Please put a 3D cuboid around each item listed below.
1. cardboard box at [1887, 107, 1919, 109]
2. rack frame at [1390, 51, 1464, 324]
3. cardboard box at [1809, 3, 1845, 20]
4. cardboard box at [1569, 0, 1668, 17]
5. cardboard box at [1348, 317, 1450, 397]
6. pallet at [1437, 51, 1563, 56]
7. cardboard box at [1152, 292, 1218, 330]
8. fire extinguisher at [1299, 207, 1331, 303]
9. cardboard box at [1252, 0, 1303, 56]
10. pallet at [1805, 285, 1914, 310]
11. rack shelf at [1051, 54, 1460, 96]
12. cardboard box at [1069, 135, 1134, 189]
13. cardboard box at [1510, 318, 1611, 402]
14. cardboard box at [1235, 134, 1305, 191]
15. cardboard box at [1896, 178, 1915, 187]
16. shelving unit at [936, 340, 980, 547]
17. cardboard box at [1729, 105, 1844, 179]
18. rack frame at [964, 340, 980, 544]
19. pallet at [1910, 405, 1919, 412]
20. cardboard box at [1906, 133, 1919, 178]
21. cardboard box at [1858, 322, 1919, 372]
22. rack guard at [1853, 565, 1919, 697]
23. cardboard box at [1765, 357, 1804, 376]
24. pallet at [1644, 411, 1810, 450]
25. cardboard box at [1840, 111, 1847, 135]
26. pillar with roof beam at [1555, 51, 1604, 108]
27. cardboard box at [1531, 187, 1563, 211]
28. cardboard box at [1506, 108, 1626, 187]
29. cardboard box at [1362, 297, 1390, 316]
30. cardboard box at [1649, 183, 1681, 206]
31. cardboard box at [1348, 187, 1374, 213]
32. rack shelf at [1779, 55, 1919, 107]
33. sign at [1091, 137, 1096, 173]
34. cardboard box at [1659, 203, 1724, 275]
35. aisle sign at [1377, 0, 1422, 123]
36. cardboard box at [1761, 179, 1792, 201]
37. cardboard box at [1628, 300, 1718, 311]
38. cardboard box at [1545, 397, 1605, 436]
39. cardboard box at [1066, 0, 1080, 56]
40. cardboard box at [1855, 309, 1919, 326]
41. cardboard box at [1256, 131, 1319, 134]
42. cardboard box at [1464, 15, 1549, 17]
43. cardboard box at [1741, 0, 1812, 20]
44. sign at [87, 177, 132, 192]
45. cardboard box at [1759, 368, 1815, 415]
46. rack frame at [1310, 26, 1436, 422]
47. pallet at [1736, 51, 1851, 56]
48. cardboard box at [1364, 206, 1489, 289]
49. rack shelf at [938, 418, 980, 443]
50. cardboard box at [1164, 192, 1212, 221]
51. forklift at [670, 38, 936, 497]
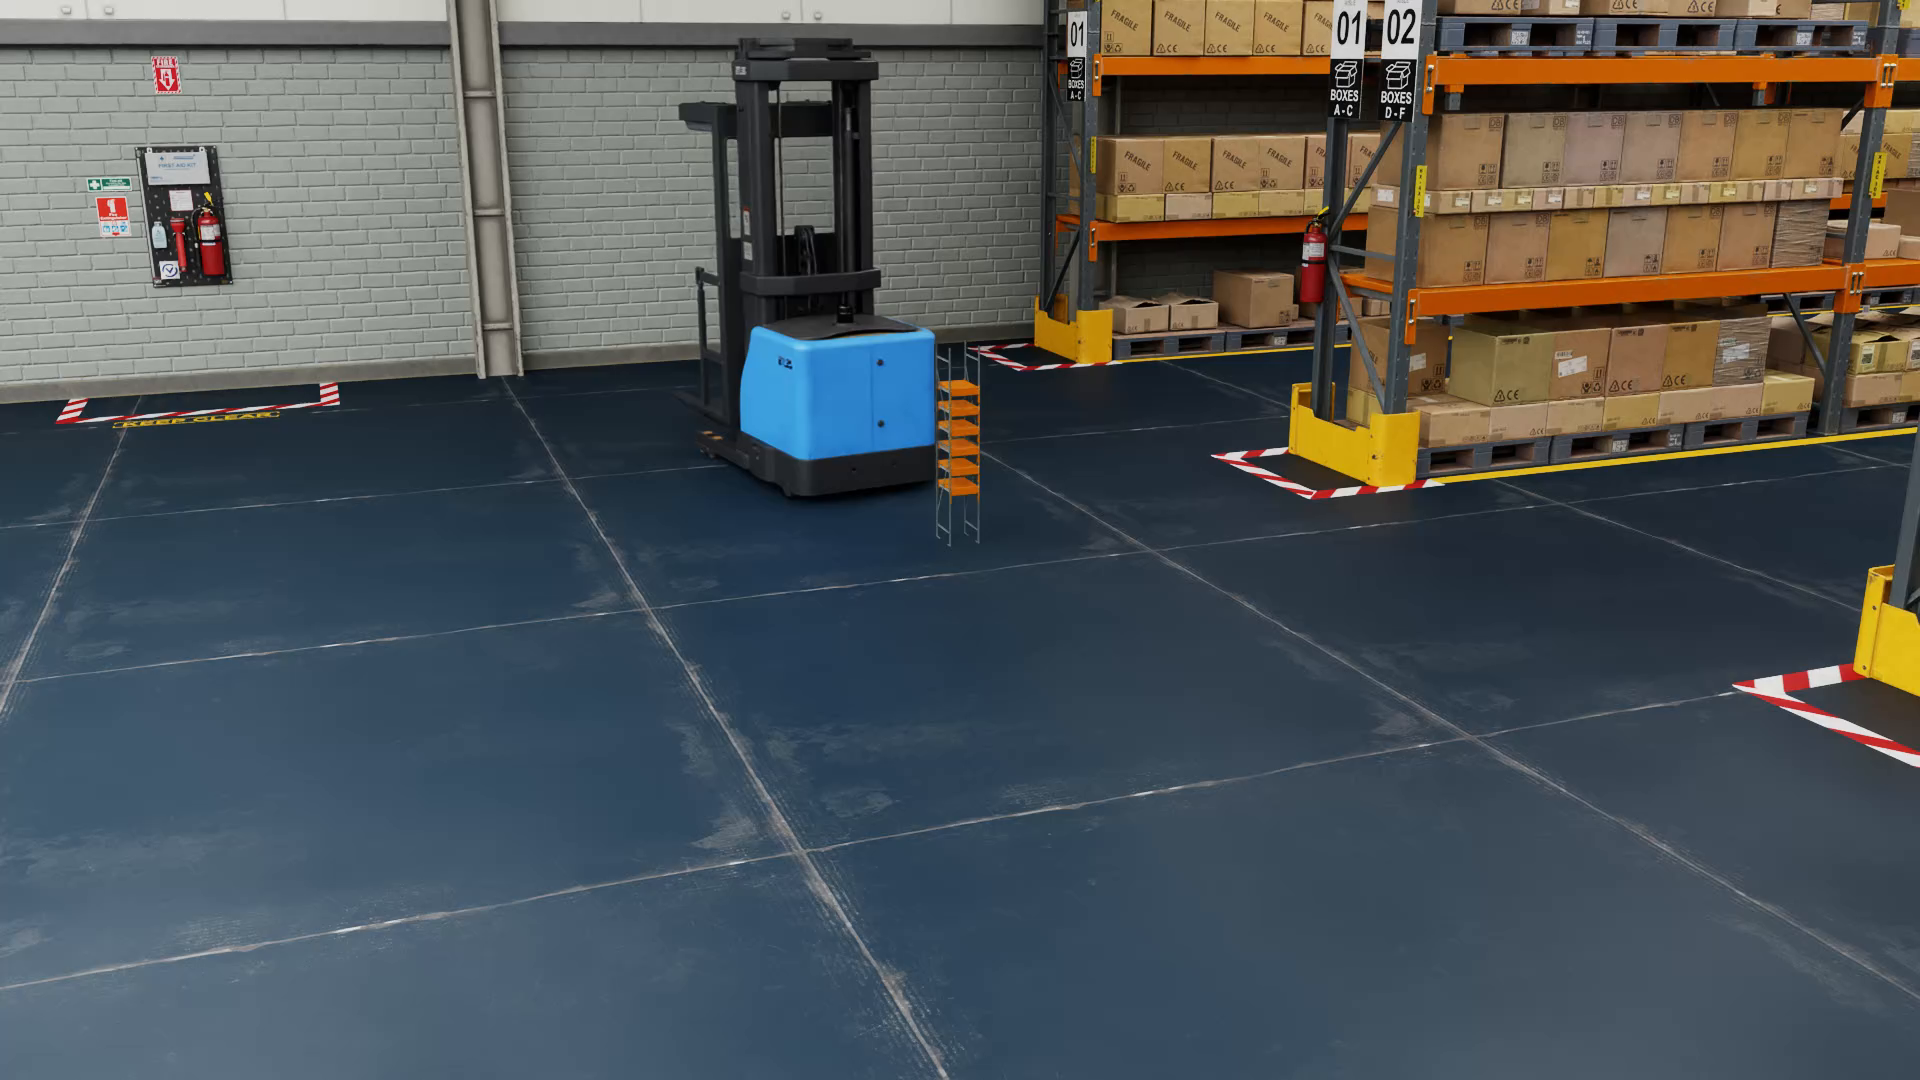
[{"bbox_3d":[11.227,-5.008,19.757,0.500,0.250,0.500,-6,17,-19],"label":"cardboard box"},{"bbox_3d":[4.766,-3.674,17.285,0.127,3.000,1.000,-6,17,-20],"label":"rack frame"},{"bbox_3d":[9.409,-5.907,18.606,0.500,0.500,0.700,-7,18,-23],"label":"cardboard box"},{"bbox_3d":[4.455,-3.819,11.284,0.500,0.500,0.500,-6,17,-20],"label":"cardboard box"},{"bbox_3d":[3.201,-1.342,12.148,0.500,0.500,0.500,-6,17,-20],"label":"cardboard box"},{"bbox_3d":[5.381,-5.057,17.005,1.003,0.211,1.213,-6,17,-20],"label":"pallet"},{"bbox_3d":[2.241,-2.295,16.581,0.500,0.311,0.500,-5,17,-15],"label":"cardboard box"},{"bbox_3d":[2.530,-2.041,11.861,0.183,0.674,0.296,-6,17,-20],"label":"fire extinguisher"},{"bbox_3d":[2.923,-4.893,15.900,0.500,0.500,0.500,-5,17,-17],"label":"cardboard box"},{"bbox_3d":[10.402,-2.921,19.669,1.213,0.211,1.003,-6,17,-20],"label":"pallet"},{"bbox_3d":[2.898,-4.566,16.277,4.000,0.370,1.077,-6,17,-20],"label":"rack shelf"},{"bbox_3d":[1.395,-3.671,16.176,0.500,0.500,0.500,-6,18,-21],"label":"cardboard box"},{"bbox_3d":[4.316,-1.310,12.038,0.500,0.500,0.500,-6,17,-20],"label":"cardboard box"},{"bbox_3d":[3.012,-3.690,16.239,0.500,0.500,0.500,-6,17,-18],"label":"cardboard box"},{"bbox_3d":[10.820,-4.144,19.297,0.250,0.149,0.380,-7,18,-22],"label":"cardboard box"},{"bbox_3d":[-0.014,-0.574,9.924,0.189,1.200,0.258,-6,17,-20],"label":"shelving unit"},{"bbox_3d":[6.130,-2.995,12.493,0.500,0.500,0.700,-6,17,-20],"label":"cardboard box"},{"bbox_3d":[0.072,-0.583,9.956,0.006,1.200,0.240,-6,17,-20],"label":"rack frame"},{"bbox_3d":[8.357,-1.241,13.951,1.213,0.211,1.003,-6,17,-20],"label":"pallet"},{"bbox_3d":[10.951,-4.465,19.239,0.500,0.500,0.500,-6,17,-20],"label":"cardboard box"},{"bbox_3d":[7.486,-1.547,13.183,0.500,0.311,0.500,-6,18,-21],"label":"cardboard box"},{"bbox_3d":[4.630,0.515,7.456,0.348,0.500,1.175,-6,17,-20],"label":"rack guard"},{"bbox_3d":[6.826,-1.371,13.578,0.500,0.250,0.500,-6,18,-21],"label":"cardboard box"},{"bbox_3d":[5.784,-0.964,13.005,1.213,0.211,1.003,-6,17,-20],"label":"pallet"},{"bbox_3d":[9.519,-4.669,18.604,0.500,0.250,0.500,-6,18,-21],"label":"cardboard box"},{"bbox_3d":[8.518,-5.919,14.284,0.400,9.000,9.100,-6,17,-20],"label":"pillar with roof beam"},{"bbox_3d":[3.966,-2.387,11.573,0.250,0.149,0.380,-6,18,-21],"label":"cardboard box"},{"bbox_3d":[4.256,-2.792,11.804,0.500,0.500,0.700,-6,17,-20],"label":"cardboard box"},{"bbox_3d":[4.277,-2.464,17.411,0.250,0.166,0.380,-9,18,-27],"label":"cardboard box"},{"bbox_3d":[4.932,-2.491,11.928,0.250,0.149,0.380,-6,17,-18],"label":"cardboard box"},{"bbox_3d":[3.964,-3.436,16.705,0.500,0.250,0.500,-6,17,-20],"label":"cardboard box"},{"bbox_3d":[8.410,-3.666,13.213,4.000,0.370,1.077,-6,17,-20],"label":"rack shelf"},{"bbox_3d":[1.225,-3.543,15.303,0.005,0.325,0.100,-6,17,-20],"label":"sign"},{"bbox_3d":[5.170,-2.268,12.320,0.500,0.500,0.700,-6,17,-19],"label":"cardboard box"},{"bbox_3d":[2.855,-3.128,10.811,0.004,0.787,0.394,-6,17,-20],"label":"aisle sign"},{"bbox_3d":[5.890,-2.595,12.282,0.250,0.149,0.380,-7,18,-22],"label":"cardboard box"},{"bbox_3d":[5.533,-1.596,13.013,0.500,0.500,0.500,-6,17,-20],"label":"cardboard box"},{"bbox_3d":[4.320,-0.947,12.134,0.500,0.250,0.500,-6,17,-20],"label":"cardboard box"},{"bbox_3d":[1.330,-4.876,15.842,0.500,0.500,0.500,-5,17,-16],"label":"cardboard box"},{"bbox_3d":[7.768,-1.742,13.846,0.500,0.311,0.500,-6,17,-20],"label":"cardboard box"},{"bbox_3d":[3.301,-3.879,16.883,0.500,0.500,0.500,-6,17,-19],"label":"cardboard box"},{"bbox_3d":[3.788,-3.789,11.626,0.500,0.250,0.500,-6,17,-20],"label":"cardboard box"},{"bbox_3d":[5.977,-4.145,12.395,0.500,0.500,0.500,-5,17,-16],"label":"cardboard box"},{"bbox_3d":[-7.095,-2.965,13.869,0.331,0.109,0.001,-6,17,-20],"label":"sign"},{"bbox_3d":[6.187,-1.149,12.821,0.500,0.250,0.500,-6,17,-20],"label":"cardboard box"},{"bbox_3d":[2.807,-1.967,11.474,0.127,3.000,1.000,-6,17,-20],"label":"rack frame"},{"bbox_3d":[9.083,-5.504,18.531,1.003,0.211,1.213,-5,17,-18],"label":"pallet"},{"bbox_3d":[3.247,-2.059,11.609,0.500,0.500,0.700,-6,17,-20],"label":"cardboard box"},{"bbox_3d":[-0.014,-0.647,9.903,0.180,0.103,0.258,-6,17,-20],"label":"rack shelf"},{"bbox_3d":[2.080,-3.230,16.004,0.500,0.250,0.500,-7,18,-22],"label":"cardboard box"},{"bbox_3d":[-1.303,-2.056,11.896,1.130,2.935,3.031,-9,19,-28],"label":"forklift"}]
